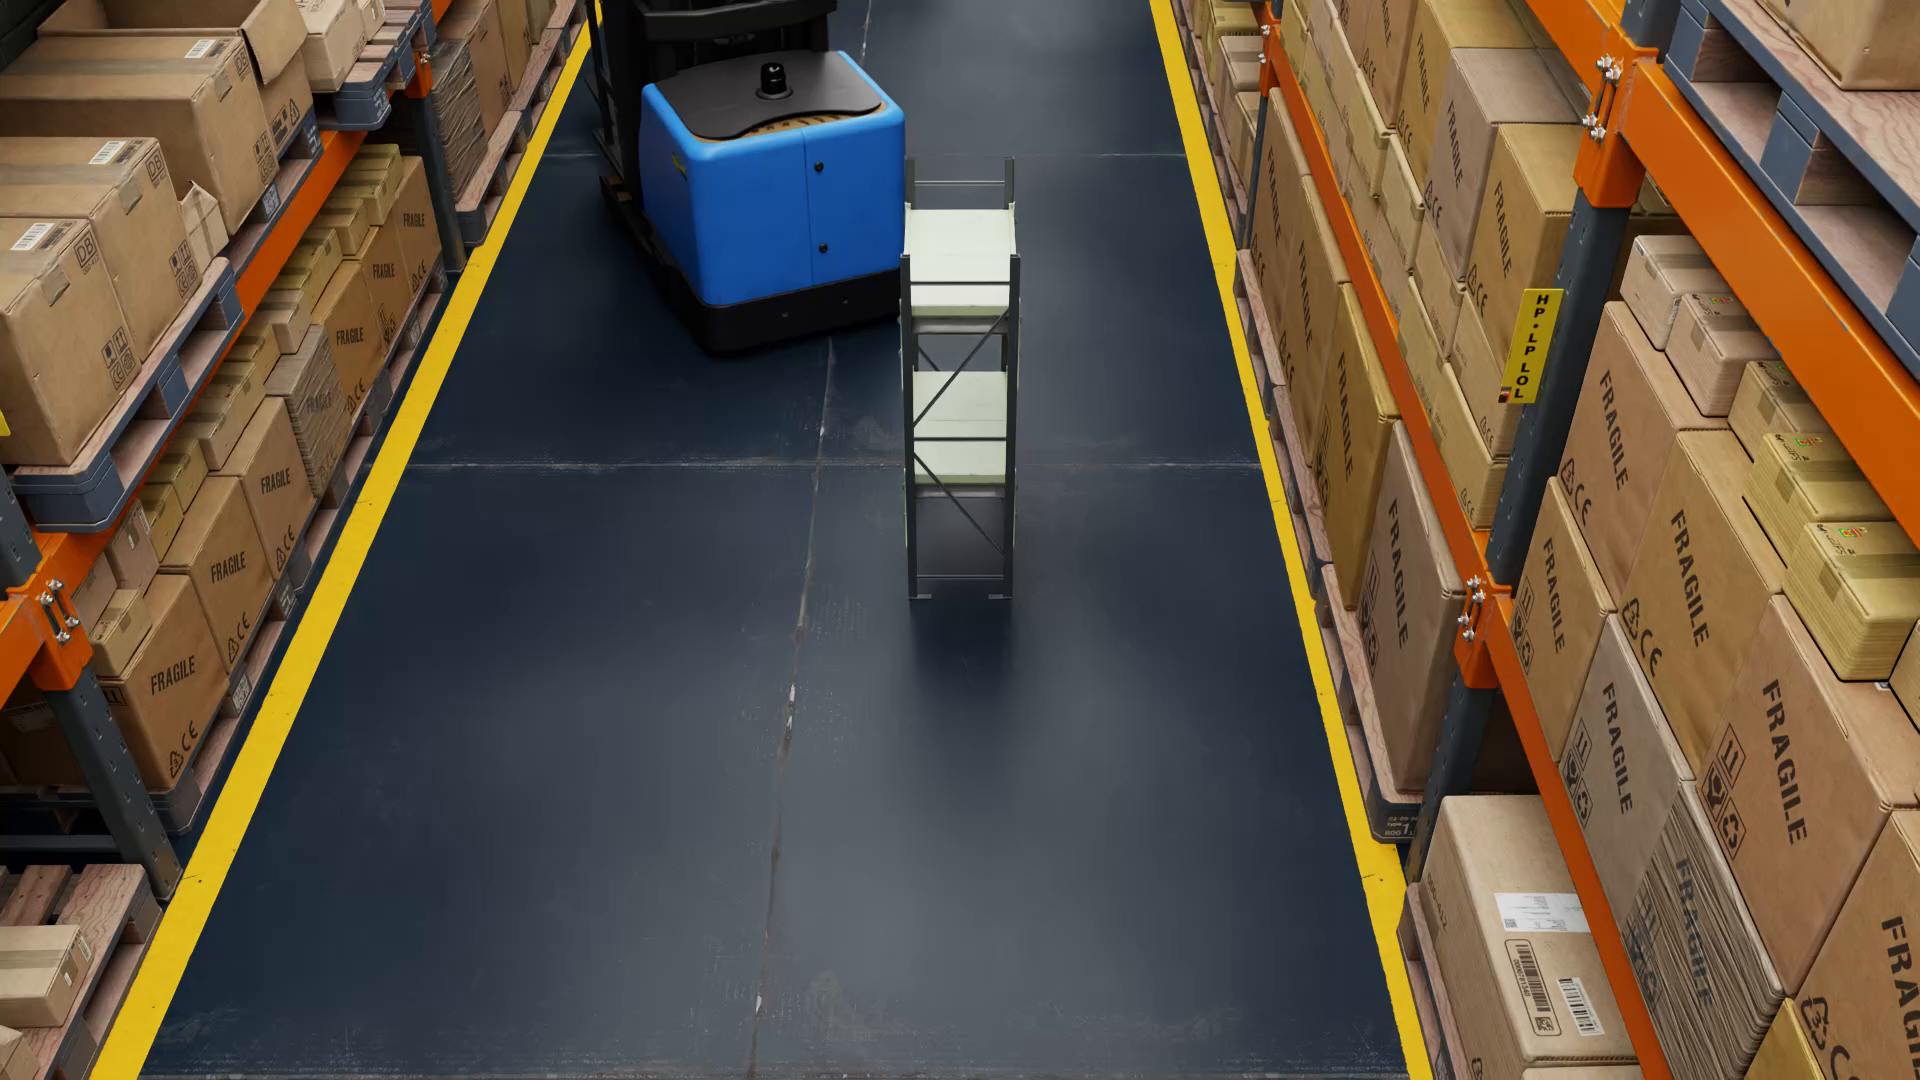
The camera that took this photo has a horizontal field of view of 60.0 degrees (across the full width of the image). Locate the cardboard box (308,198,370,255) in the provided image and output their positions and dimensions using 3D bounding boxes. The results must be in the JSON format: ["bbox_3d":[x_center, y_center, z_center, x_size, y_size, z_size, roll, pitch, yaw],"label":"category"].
[{"bbox_3d":[-2.784,-1.351,7.181,0.380,0.149,0.250,-1,39,-2],"label":"cardboard box"}]

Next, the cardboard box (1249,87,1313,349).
[{"bbox_3d":[1.856,-1.462,7.539,0.875,0.875,0.875,0,39,0],"label":"cardboard box"}]

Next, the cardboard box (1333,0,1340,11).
[{"bbox_3d":[1.705,-2.370,6.429,0.500,0.500,0.500,0,39,0],"label":"cardboard box"}]

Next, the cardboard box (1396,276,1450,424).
[{"bbox_3d":[1.691,-0.598,5.218,0.500,0.250,0.500,-1,39,-1],"label":"cardboard box"}]

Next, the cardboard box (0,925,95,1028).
[{"bbox_3d":[-2.726,1.245,4.742,0.380,0.149,0.250,-1,39,-1],"label":"cardboard box"}]

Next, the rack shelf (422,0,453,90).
[{"bbox_3d":[-3.027,-3.523,9.323,1.077,0.370,4.000,0,39,0],"label":"rack shelf"}]

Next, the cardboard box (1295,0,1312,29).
[{"bbox_3d":[1.692,-2.379,7.040,0.500,0.250,0.500,0,39,0],"label":"cardboard box"}]

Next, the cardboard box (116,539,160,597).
[{"bbox_3d":[-2.833,0.109,5.360,0.380,0.149,0.250,-1,39,-1],"label":"cardboard box"}]

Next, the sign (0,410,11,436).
[{"bbox_3d":[-2.478,-0.395,4.152,0.100,0.325,0.005,0,39,0],"label":"sign"}]

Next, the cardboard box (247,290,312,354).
[{"bbox_3d":[-2.798,-0.857,6.565,0.380,0.149,0.250,-2,39,-2],"label":"cardboard box"}]

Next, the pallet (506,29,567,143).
[{"bbox_3d":[-2.986,-2.741,10.002,1.003,0.211,1.213,0,39,0],"label":"pallet"}]

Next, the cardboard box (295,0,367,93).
[{"bbox_3d":[-2.700,-1.999,6.630,0.500,0.250,0.500,-2,39,-2],"label":"cardboard box"}]

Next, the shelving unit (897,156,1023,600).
[{"bbox_3d":[0.000,-0.589,6.286,0.431,1.500,0.755,0,39,0],"label":"shelving unit"}]

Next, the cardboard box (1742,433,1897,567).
[{"bbox_3d":[1.682,-0.067,3.037,0.380,0.149,0.250,0,39,0],"label":"cardboard box"}]

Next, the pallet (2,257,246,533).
[{"bbox_3d":[-2.912,-0.477,5.100,1.003,0.211,1.213,0,39,0],"label":"pallet"}]

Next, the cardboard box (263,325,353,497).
[{"bbox_3d":[-2.797,-0.512,6.654,0.500,0.500,0.500,-1,39,-2],"label":"cardboard box"}]

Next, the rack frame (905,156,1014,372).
[{"bbox_3d":[0.000,-0.818,6.572,0.400,1.500,0.023,0,39,0],"label":"rack frame"}]

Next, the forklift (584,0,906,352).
[{"bbox_3d":[-1.293,-2.938,8.073,1.130,2.935,3.031,-16,41,-19],"label":"forklift"}]

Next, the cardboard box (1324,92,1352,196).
[{"bbox_3d":[1.701,-1.545,6.400,0.500,0.250,0.500,1,39,1],"label":"cardboard box"}]

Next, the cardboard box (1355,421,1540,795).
[{"bbox_3d":[1.862,0.220,5.440,0.875,0.875,0.875,1,39,1],"label":"cardboard box"}]

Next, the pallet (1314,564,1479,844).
[{"bbox_3d":[1.867,0.548,5.898,1.003,0.211,1.213,0,39,0],"label":"pallet"}]

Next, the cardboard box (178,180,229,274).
[{"bbox_3d":[-2.638,-1.032,5.411,0.396,0.266,0.258,2,39,2],"label":"cardboard box"}]

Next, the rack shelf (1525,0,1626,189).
[{"bbox_3d":[1.941,-2.198,5.271,1.077,0.370,4.000,0,39,0],"label":"rack shelf"}]

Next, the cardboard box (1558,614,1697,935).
[{"bbox_3d":[1.678,0.512,3.633,0.500,0.500,0.500,0,39,0],"label":"cardboard box"}]

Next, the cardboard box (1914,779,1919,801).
[{"bbox_3d":[1.667,0.410,2.442,0.380,0.149,0.250,0,39,0],"label":"cardboard box"}]

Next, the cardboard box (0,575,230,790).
[{"bbox_3d":[-2.796,0.457,5.444,0.500,0.500,0.500,2,39,2],"label":"cardboard box"}]

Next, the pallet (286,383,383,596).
[{"bbox_3d":[-3.064,-0.237,6.877,1.003,0.211,1.213,0,39,0],"label":"pallet"}]

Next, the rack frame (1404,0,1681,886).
[{"bbox_3d":[1.943,-0.058,4.423,1.000,3.000,0.127,0,39,0],"label":"rack frame"}]

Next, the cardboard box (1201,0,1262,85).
[{"bbox_3d":[1.944,-2.987,9.844,0.950,0.372,0.625,1,39,1],"label":"cardboard box"}]

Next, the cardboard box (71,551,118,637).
[{"bbox_3d":[-2.815,0.166,5.051,0.380,0.149,0.250,-1,39,-1],"label":"cardboard box"}]

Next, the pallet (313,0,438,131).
[{"bbox_3d":[-2.954,-2.055,7.069,1.213,0.211,1.003,0,39,0],"label":"pallet"}]

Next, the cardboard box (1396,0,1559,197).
[{"bbox_3d":[1.703,-1.407,5.227,0.500,0.500,0.500,1,39,1],"label":"cardboard box"}]

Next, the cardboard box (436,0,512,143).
[{"bbox_3d":[-3.021,-2.589,9.145,0.875,0.625,0.625,1,39,1],"label":"cardboard box"}]

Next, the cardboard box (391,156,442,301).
[{"bbox_3d":[-2.810,-1.477,7.858,0.500,0.500,0.500,1,39,1],"label":"cardboard box"}]

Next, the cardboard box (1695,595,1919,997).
[{"bbox_3d":[1.685,0.447,2.914,0.500,0.500,0.500,1,39,1],"label":"cardboard box"}]

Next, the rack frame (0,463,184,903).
[{"bbox_3d":[-3.021,-0.052,4.416,1.000,3.000,0.127,0,39,0],"label":"rack frame"}]

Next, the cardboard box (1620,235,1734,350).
[{"bbox_3d":[1.684,-0.542,3.630,0.380,0.149,0.250,-1,39,-1],"label":"cardboard box"}]

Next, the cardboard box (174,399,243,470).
[{"bbox_3d":[-2.821,-0.379,5.969,0.380,0.149,0.250,0,39,0],"label":"cardboard box"}]

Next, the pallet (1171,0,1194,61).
[{"bbox_3d":[1.936,-3.486,10.931,1.003,0.211,1.213,0,39,0],"label":"pallet"}]

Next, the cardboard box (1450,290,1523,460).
[{"bbox_3d":[1.699,-0.470,4.658,0.500,0.250,0.500,0,39,0],"label":"cardboard box"}]

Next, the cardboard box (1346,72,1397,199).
[{"bbox_3d":[1.667,-1.427,5.852,0.500,0.250,0.500,1,39,1],"label":"cardboard box"}]
